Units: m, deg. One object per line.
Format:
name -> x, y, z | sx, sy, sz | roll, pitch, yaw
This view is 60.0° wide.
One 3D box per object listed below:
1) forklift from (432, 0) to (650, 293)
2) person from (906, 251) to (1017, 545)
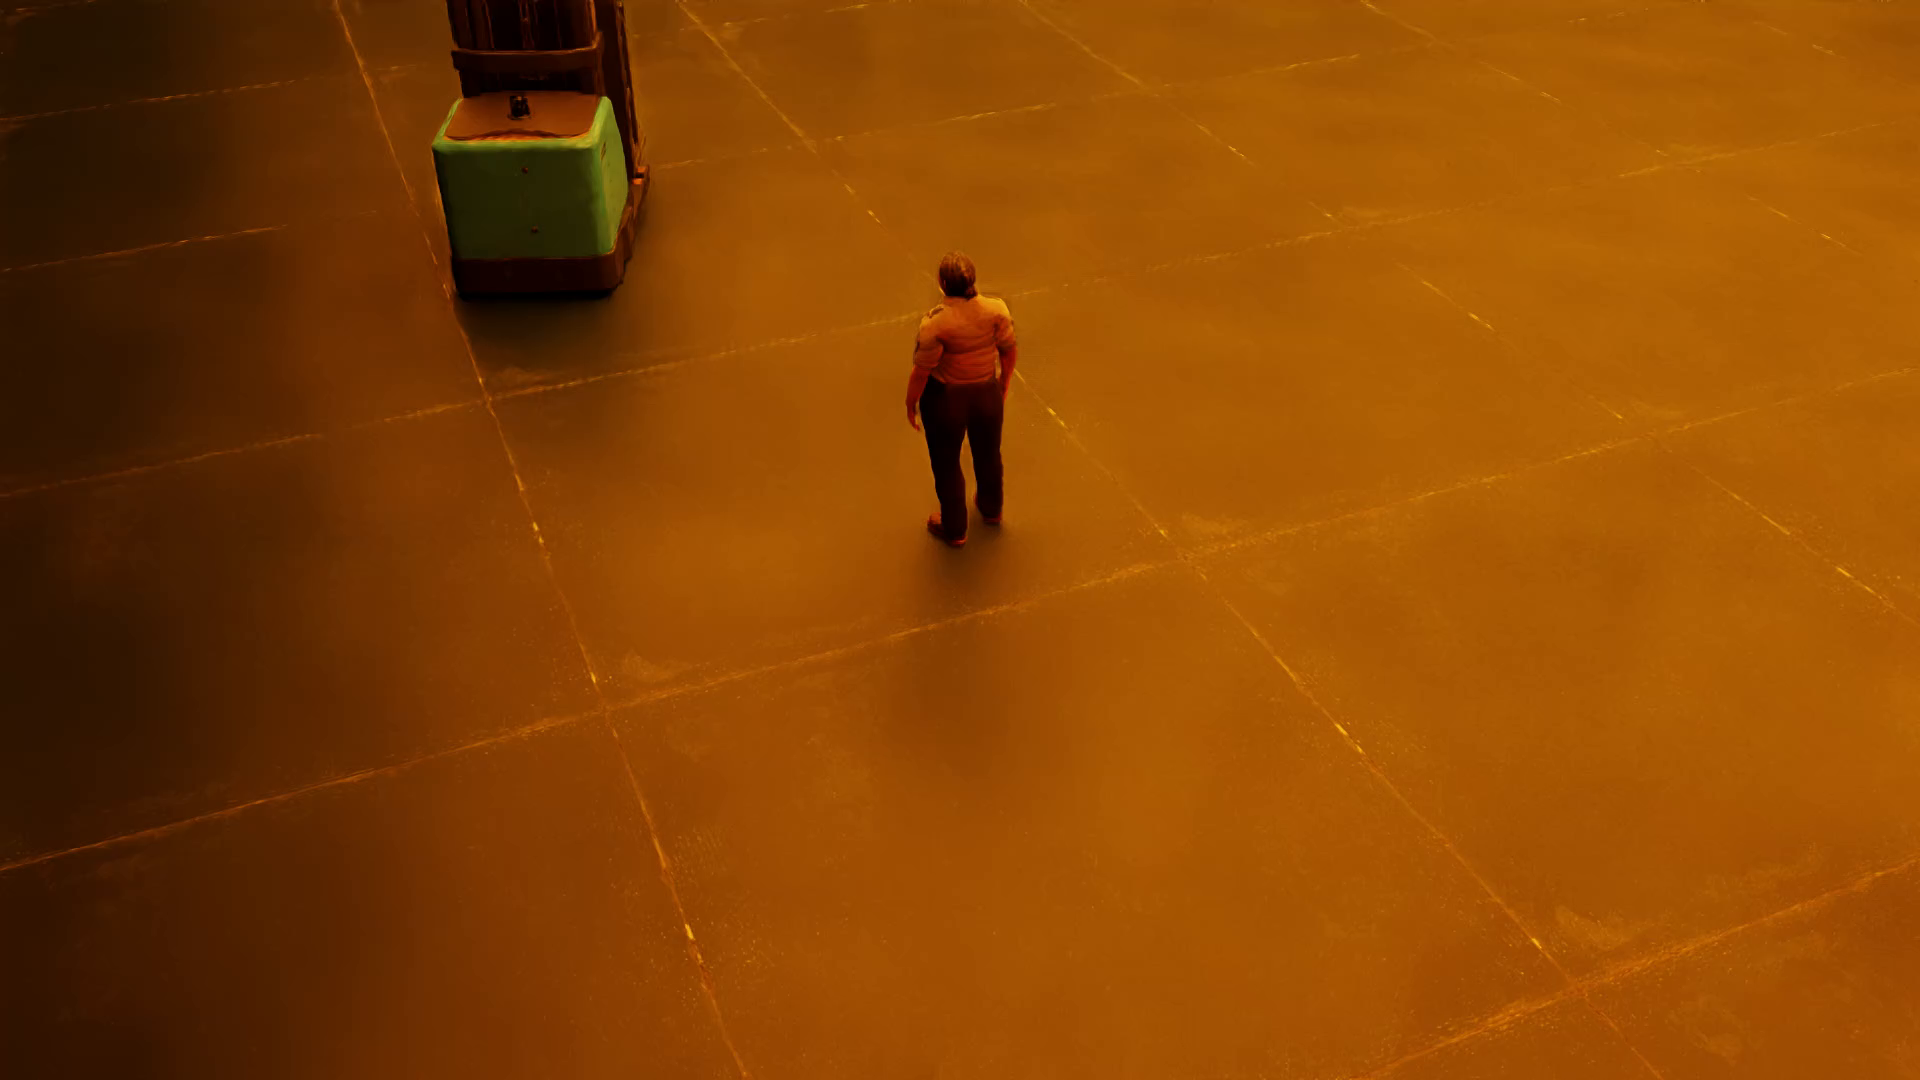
forklift -> -2.829, -3.620, 11.189 | 1.130, 2.935, 3.031 | -2, 35, -2
person -> -0.014, -0.730, 8.221 | 0.599, 1.650, 0.502 | -14, 38, -19
